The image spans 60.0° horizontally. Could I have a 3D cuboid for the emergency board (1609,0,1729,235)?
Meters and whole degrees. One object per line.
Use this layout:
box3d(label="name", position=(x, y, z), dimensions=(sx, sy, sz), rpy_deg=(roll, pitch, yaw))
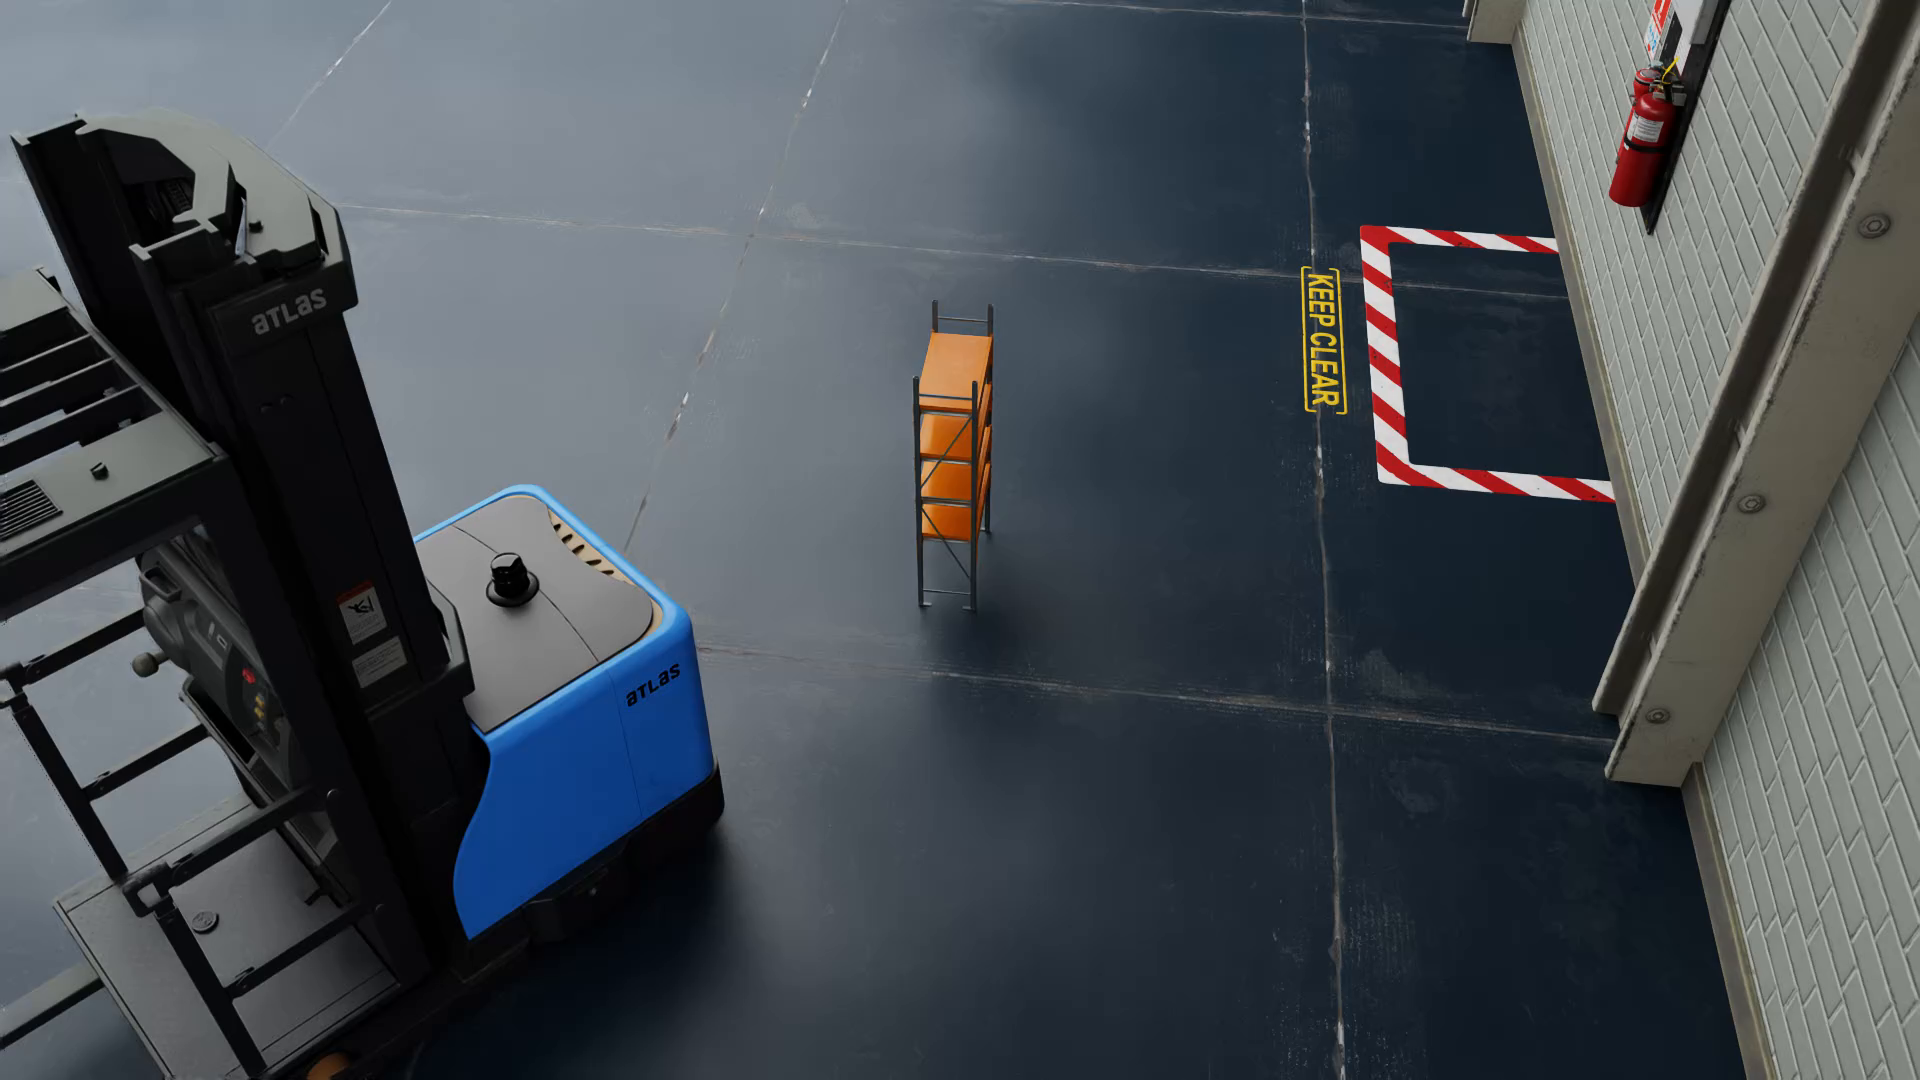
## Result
box3d(label="emergency board", position=(2.990, -1.985, 7.165), dimensions=(0.194, 1.169, 0.643), rpy_deg=(5, 44, 6))

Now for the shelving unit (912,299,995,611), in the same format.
box3d(label="shelving unit", position=(-0.022, -0.323, 6.718), dimensions=(0.258, 1.200, 0.503), rpy_deg=(5, 44, 6))

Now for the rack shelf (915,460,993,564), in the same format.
box3d(label="rack shelf", position=(-0.022, -0.130, 6.901), dimensions=(0.258, 0.148, 0.480), rpy_deg=(5, 44, 6))

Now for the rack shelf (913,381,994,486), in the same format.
box3d(label="rack shelf", position=(-0.022, -0.436, 6.611), dimensions=(0.258, 0.148, 0.480), rpy_deg=(5, 44, 6))

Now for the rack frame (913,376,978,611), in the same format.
box3d(label="rack frame", position=(-0.054, -0.157, 6.543), dimensions=(0.240, 1.200, 0.015), rpy_deg=(5, 44, 6))

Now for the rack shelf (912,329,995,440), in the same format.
box3d(label="rack shelf", position=(-0.022, -0.608, 6.448), dimensions=(0.258, 0.148, 0.480), rpy_deg=(5, 44, 6))

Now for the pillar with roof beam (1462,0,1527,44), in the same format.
box3d(label="pillar with roof beam", position=(-0.848, -6.963, 8.059), dimensions=(9.100, 9.000, 0.400), rpy_deg=(5, 44, 6))

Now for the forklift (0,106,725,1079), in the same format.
box3d(label="forklift", position=(-2.280, 0.427, 4.667), dimensions=(3.031, 2.935, 1.130), rpy_deg=(-33, 53, -30))

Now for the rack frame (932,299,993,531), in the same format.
box3d(label="rack frame", position=(0.010, -0.489, 6.894), dimensions=(0.240, 1.200, 0.015), rpy_deg=(5, 44, 6))

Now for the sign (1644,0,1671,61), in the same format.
box3d(label="sign", position=(3.166, -2.365, 7.541), dimensions=(0.001, 0.329, 0.234), rpy_deg=(5, 44, 6))

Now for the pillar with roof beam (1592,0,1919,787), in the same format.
box3d(label="pillar with roof beam", position=(-1.641, -2.874, 3.740), dimensions=(9.100, 9.000, 0.400), rpy_deg=(5, 44, 6))

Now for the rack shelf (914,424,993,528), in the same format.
box3d(label="rack shelf", position=(-0.022, -0.274, 6.765), dimensions=(0.258, 0.148, 0.480), rpy_deg=(5, 44, 6))
